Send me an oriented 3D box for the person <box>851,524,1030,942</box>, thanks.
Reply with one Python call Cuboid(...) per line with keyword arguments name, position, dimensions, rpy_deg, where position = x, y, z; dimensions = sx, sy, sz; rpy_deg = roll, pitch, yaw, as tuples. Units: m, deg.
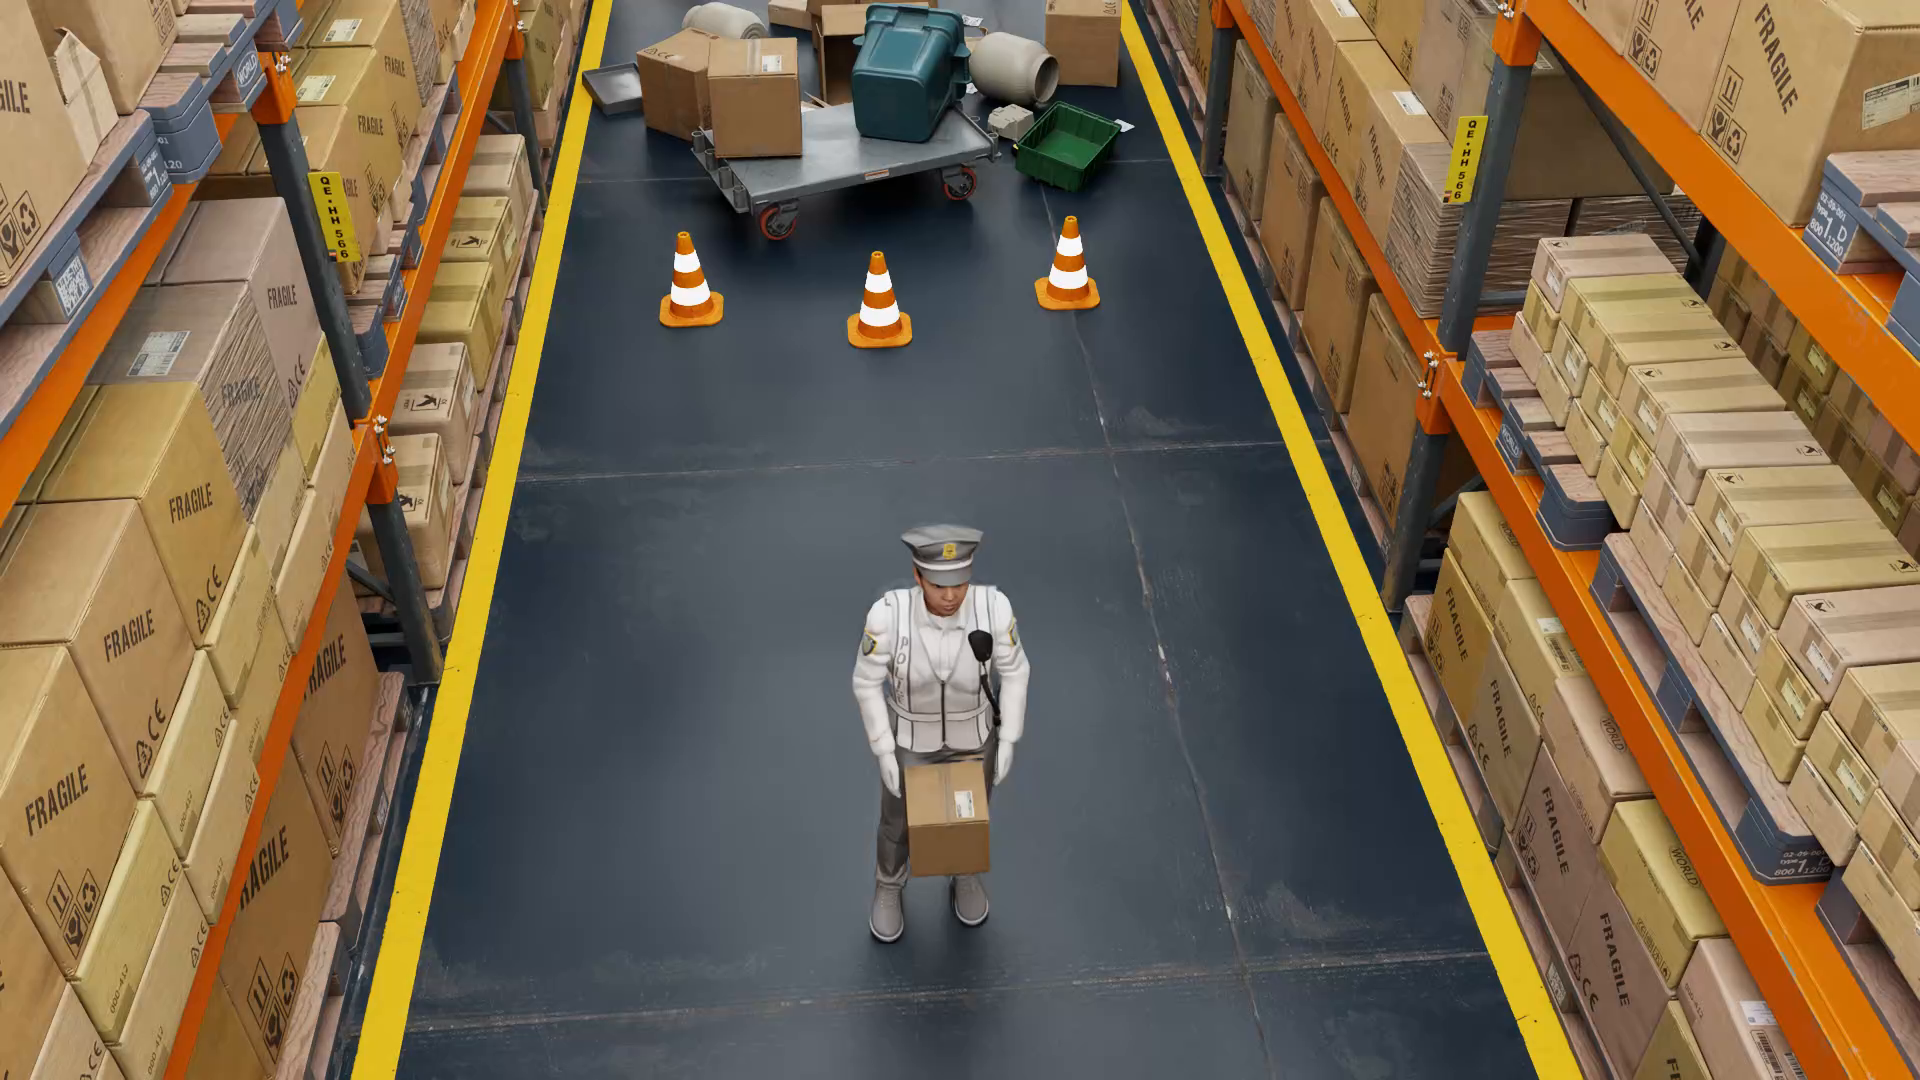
Cuboid(name="person", position=(-0.055, 0.639, 5.347), dimensions=(0.568, 1.694, 0.387), rpy_deg=(-3, 39, -4))
